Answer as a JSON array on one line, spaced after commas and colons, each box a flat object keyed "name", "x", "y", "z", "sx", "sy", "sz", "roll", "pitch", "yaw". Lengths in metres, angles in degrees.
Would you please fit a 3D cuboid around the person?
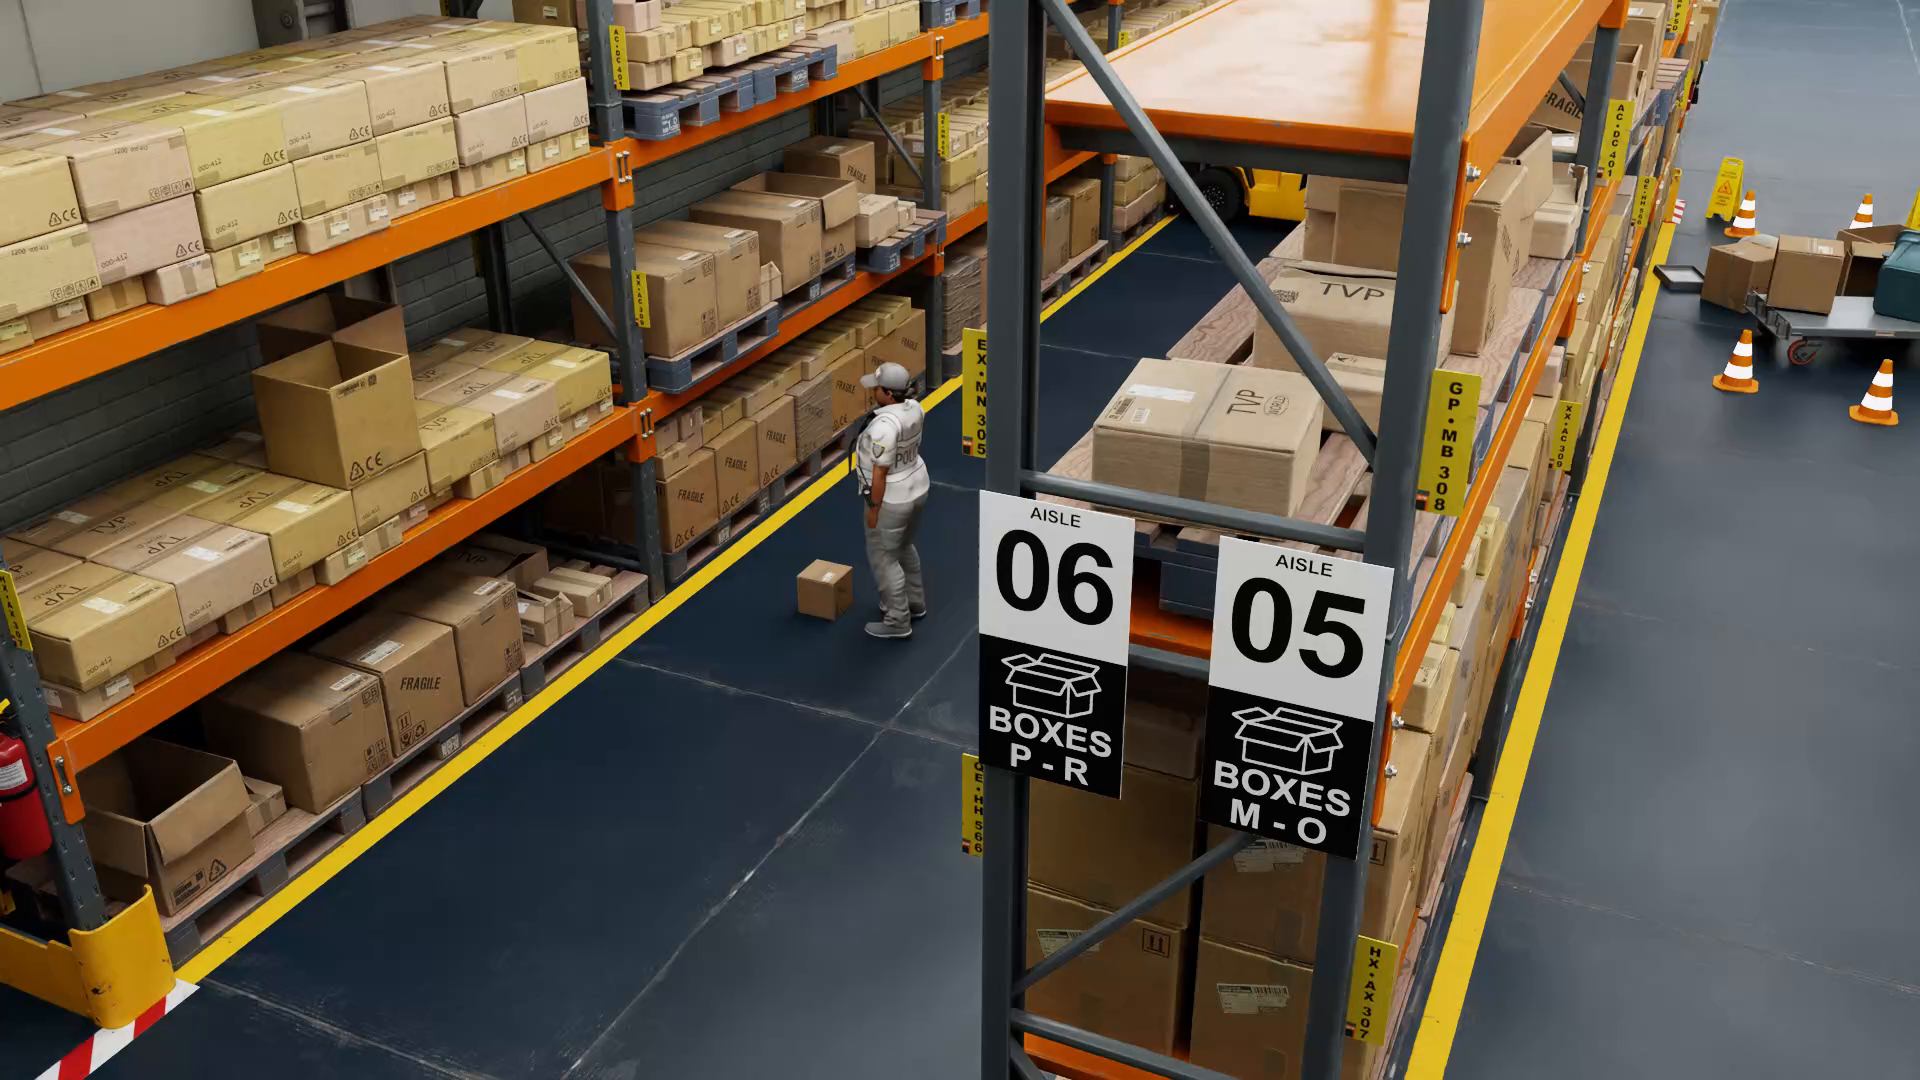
[{"name": "person", "x": -0.399, "y": -0.235, "z": 9.605, "sx": 0.391, "sy": 1.669, "sz": 0.465, "roll": 12, "pitch": 29, "yaw": 23}]
